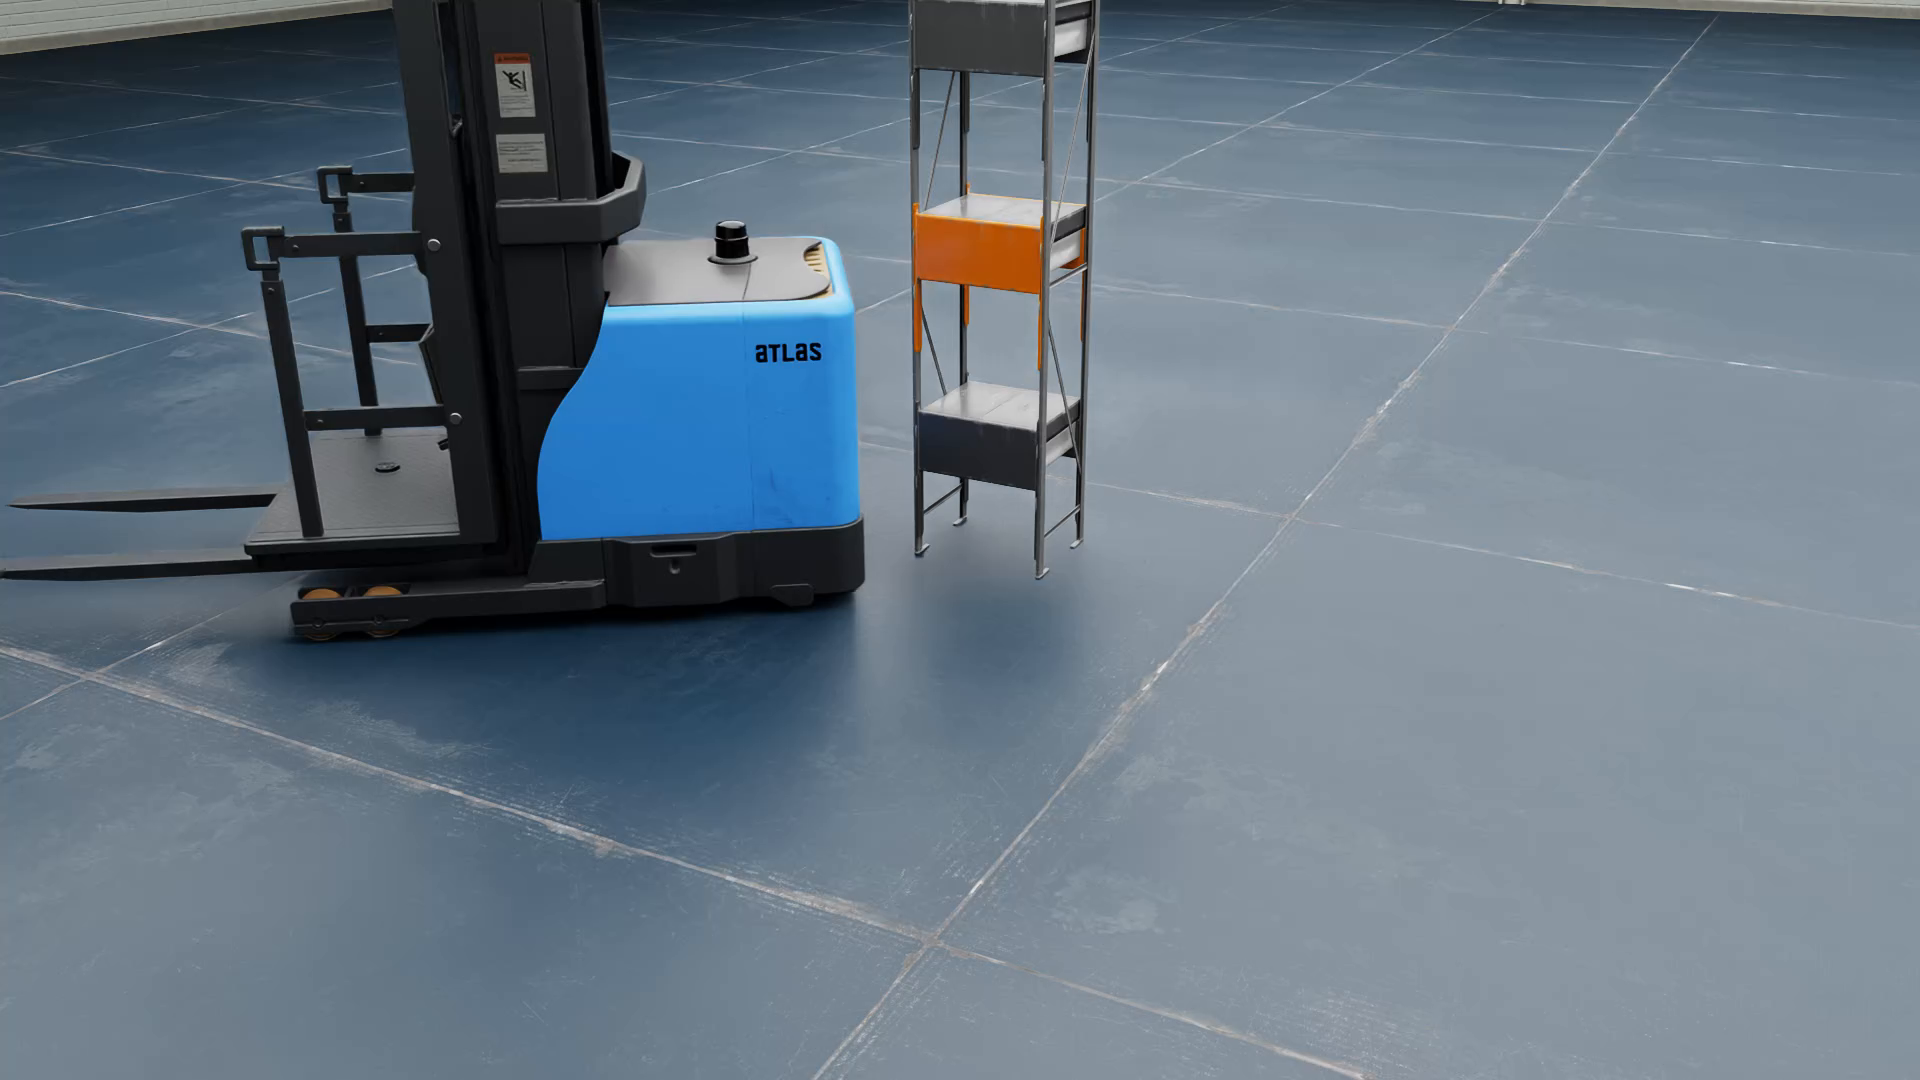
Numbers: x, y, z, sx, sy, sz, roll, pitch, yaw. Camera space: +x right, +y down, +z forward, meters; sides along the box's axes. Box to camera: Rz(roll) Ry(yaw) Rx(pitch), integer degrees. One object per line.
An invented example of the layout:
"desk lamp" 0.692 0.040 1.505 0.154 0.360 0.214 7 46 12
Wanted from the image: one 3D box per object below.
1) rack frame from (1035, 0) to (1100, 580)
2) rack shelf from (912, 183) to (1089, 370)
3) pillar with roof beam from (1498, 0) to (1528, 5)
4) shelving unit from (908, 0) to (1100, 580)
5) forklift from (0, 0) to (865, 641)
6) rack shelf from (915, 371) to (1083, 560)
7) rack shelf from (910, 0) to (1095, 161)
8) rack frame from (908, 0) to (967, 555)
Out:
"rack frame" 0.365 -0.894 5.669 0.015 2.100 0.400 11 25 25
"rack shelf" 0.148 -0.924 5.776 0.480 0.518 0.431 11 25 25
"pillar with roof beam" 6.674 -11.001 20.619 0.400 9.000 9.100 11 25 25
"shelving unit" 0.148 -0.937 5.770 0.503 2.100 0.431 11 25 25
"forklift" -1.884 -1.237 5.414 3.031 2.935 1.130 -3 23 -7
"rack shelf" 0.148 -0.280 6.050 0.480 0.518 0.431 11 25 25
"rack shelf" 0.148 -1.569 5.502 0.480 0.518 0.431 11 25 25
"rack frame" -0.070 -0.980 5.872 0.015 2.100 0.400 11 25 25
